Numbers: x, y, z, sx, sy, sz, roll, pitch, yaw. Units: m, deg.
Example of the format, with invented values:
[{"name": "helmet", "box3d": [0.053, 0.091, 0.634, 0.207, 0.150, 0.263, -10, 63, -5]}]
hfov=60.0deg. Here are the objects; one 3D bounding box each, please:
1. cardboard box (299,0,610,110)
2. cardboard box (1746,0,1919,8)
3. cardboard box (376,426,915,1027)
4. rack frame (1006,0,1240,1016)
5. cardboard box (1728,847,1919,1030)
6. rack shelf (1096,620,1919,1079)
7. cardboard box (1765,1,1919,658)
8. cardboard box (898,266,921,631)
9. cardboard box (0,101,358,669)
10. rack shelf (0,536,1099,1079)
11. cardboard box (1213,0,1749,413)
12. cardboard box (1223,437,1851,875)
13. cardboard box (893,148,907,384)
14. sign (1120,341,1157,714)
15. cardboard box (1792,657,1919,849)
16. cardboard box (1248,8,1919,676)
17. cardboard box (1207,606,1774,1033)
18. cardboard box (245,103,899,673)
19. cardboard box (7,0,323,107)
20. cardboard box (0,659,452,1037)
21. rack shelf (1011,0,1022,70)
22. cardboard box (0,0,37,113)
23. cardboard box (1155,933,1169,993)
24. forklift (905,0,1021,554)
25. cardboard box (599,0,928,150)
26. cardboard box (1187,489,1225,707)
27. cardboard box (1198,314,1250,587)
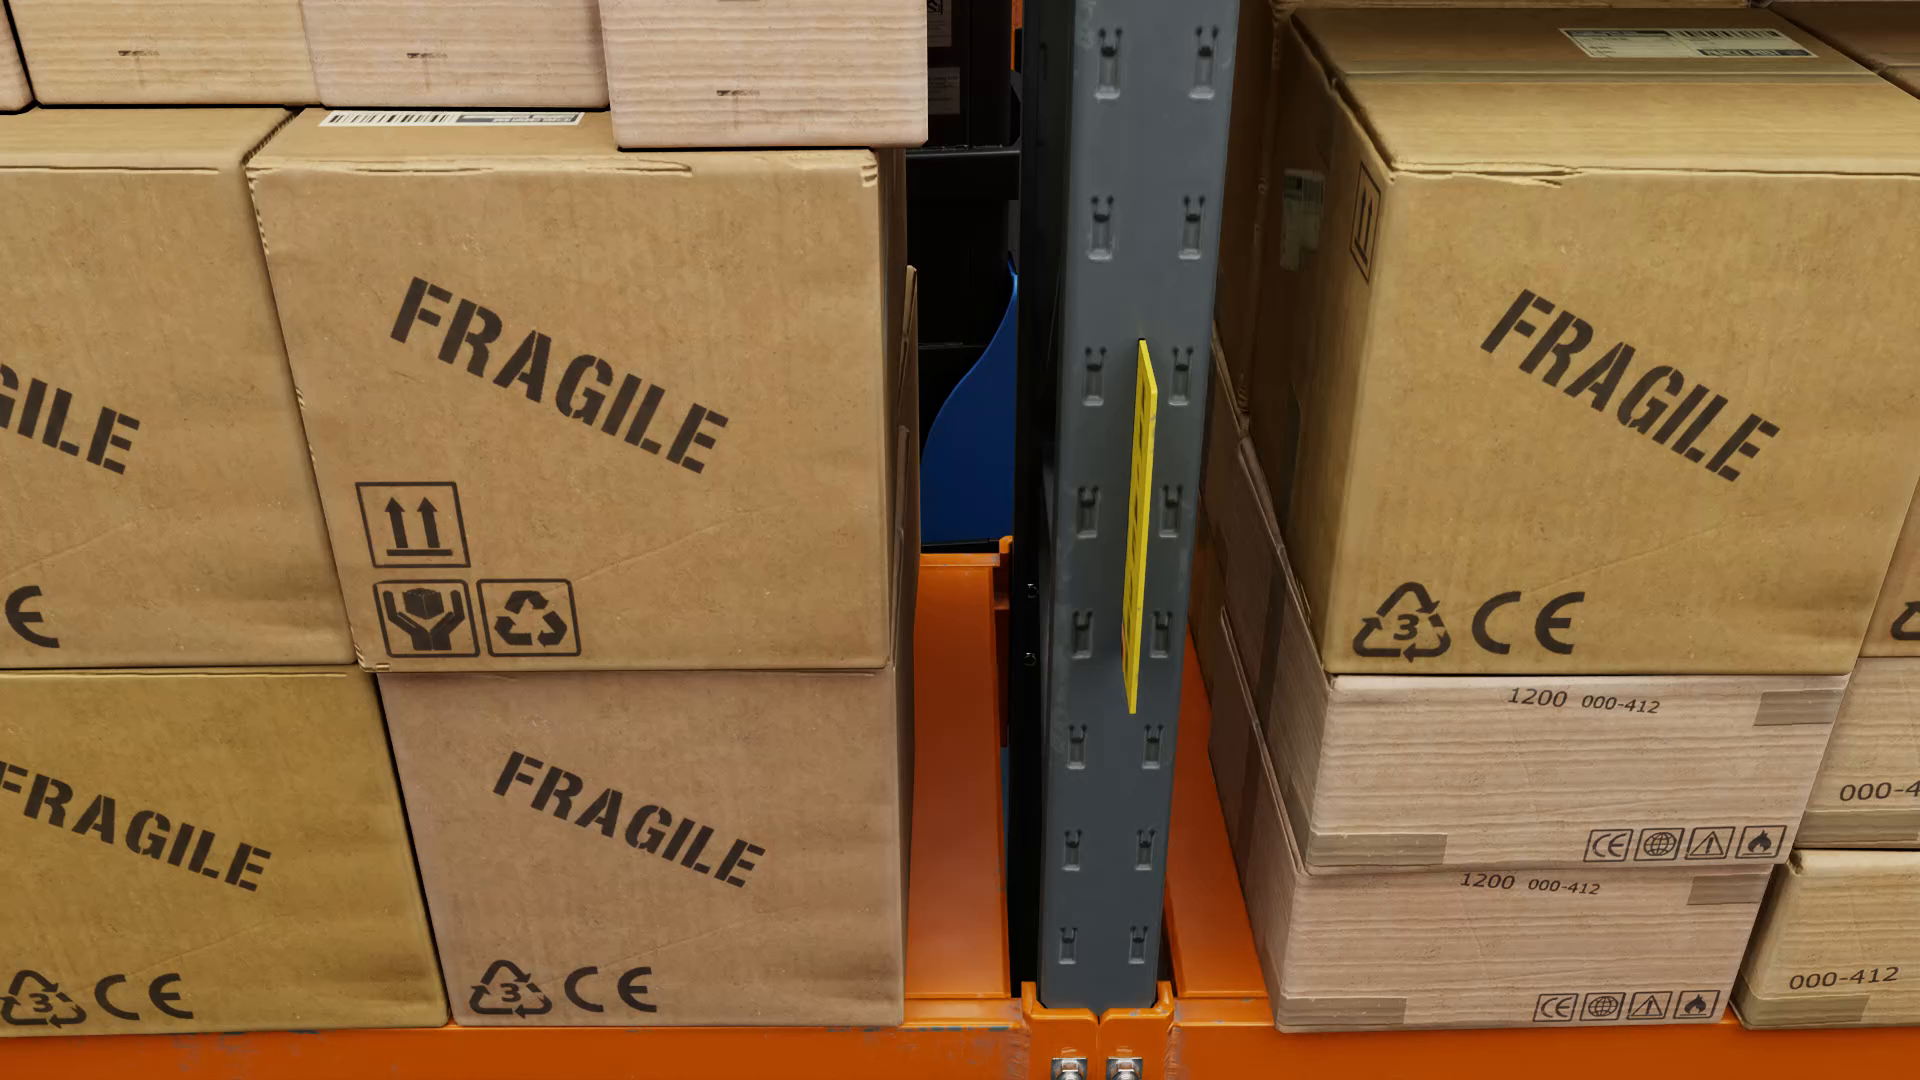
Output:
[{"name": "cardboard box", "box3d": [-0.420, -0.527, 1.541, 0.250, 0.149, 0.380, 1, 31, 1]}, {"name": "cardboard box", "box3d": [1.113, -0.497, 2.118, 0.500, 0.500, 0.500, 0, 31, 1]}, {"name": "cardboard box", "box3d": [-0.312, 0.201, 1.930, 0.500, 0.500, 0.500, 0, 31, 0]}, {"name": "rack frame", "box3d": [0.150, 0.108, 2.180, 0.053, 2.616, 0.949, 0, 31, 0]}, {"name": "cardboard box", "box3d": [1.110, 0.307, 1.996, 0.500, 0.250, 0.500, -1, 31, -2]}, {"name": "rack shelf", "box3d": [2.150, 0.411, 2.374, 4.000, 0.370, 1.077, 0, 31, 0]}, {"name": "cardboard box", "box3d": [1.101, -0.228, 1.675, 0.500, 0.500, 0.500, 0, 31, -1]}, {"name": "cardboard box", "box3d": [-0.320, -0.067, 2.373, 0.500, 0.500, 0.500, 1, 31, 1]}, {"name": "cardboard box", "box3d": [-0.827, -0.218, 1.658, 0.500, 0.500, 0.500, -1, 31, -1]}, {"name": "rack shelf", "box3d": [-1.849, 0.424, 2.353, 4.000, 0.370, 1.077, 0, 31, 0]}, {"name": "cardboard box", "box3d": [0.596, -0.492, 2.109, 0.500, 0.500, 0.500, 1, 31, 1]}, {"name": "cardboard box", "box3d": [0.592, 0.105, 1.847, 0.500, 0.250, 0.500, -1, 31, -2]}, {"name": "cardboard box", "box3d": [-0.327, -0.484, 2.096, 0.500, 0.500, 0.500, 0, 31, 0]}, {"name": "sign", "box3d": [0.155, -0.006, 1.457, 0.005, 0.325, 0.100, 0, 31, 0]}, {"name": "cardboard box", "box3d": [1.113, 0.089, 1.874, 0.500, 0.250, 0.500, 0, 31, 0]}, {"name": "cardboard box", "box3d": [0.592, -0.213, 1.648, 0.500, 0.500, 0.500, 0, 31, 0]}, {"name": "cardboard box", "box3d": [0.592, 0.310, 1.993, 0.500, 0.250, 0.500, -1, 31, -1]}, {"name": "cardboard box", "box3d": [-0.320, -0.216, 1.653, 0.500, 0.500, 0.500, 0, 31, -1]}, {"name": "cardboard box", "box3d": [-0.669, -0.531, 1.548, 0.250, 0.149, 0.380, 0, 31, 0]}, {"name": "cardboard box", "box3d": [-0.826, 0.206, 1.923, 0.500, 0.500, 0.500, -1, 31, -2]}, {"name": "rack shelf", "box3d": [2.117, -2.163, 6.618, 4.000, 0.370, 1.077, 0, 31, 0]}, {"name": "cardboard box", "box3d": [-0.922, -0.521, 1.532, 0.250, 0.149, 0.380, 0, 31, -1]}, {"name": "cardboard box", "box3d": [0.770, 0.795, 2.691, 0.875, 0.875, 0.875, 1, 31, 1]}, {"name": "forklift", "box3d": [-0.622, -1.217, 4.431, 3.031, 2.935, 1.130, -3, 31, -5]}, {"name": "cardboard box", "box3d": [-0.156, -0.472, 1.450, 0.250, 0.149, 0.380, -1, 31, -1]}, {"name": "cardboard box", "box3d": [0.598, 0.042, 2.434, 0.500, 0.250, 0.500, -1, 31, -1]}, {"name": "cardboard box", "box3d": [0.590, -0.167, 2.296, 0.500, 0.250, 0.500, 0, 31, 0]}]
